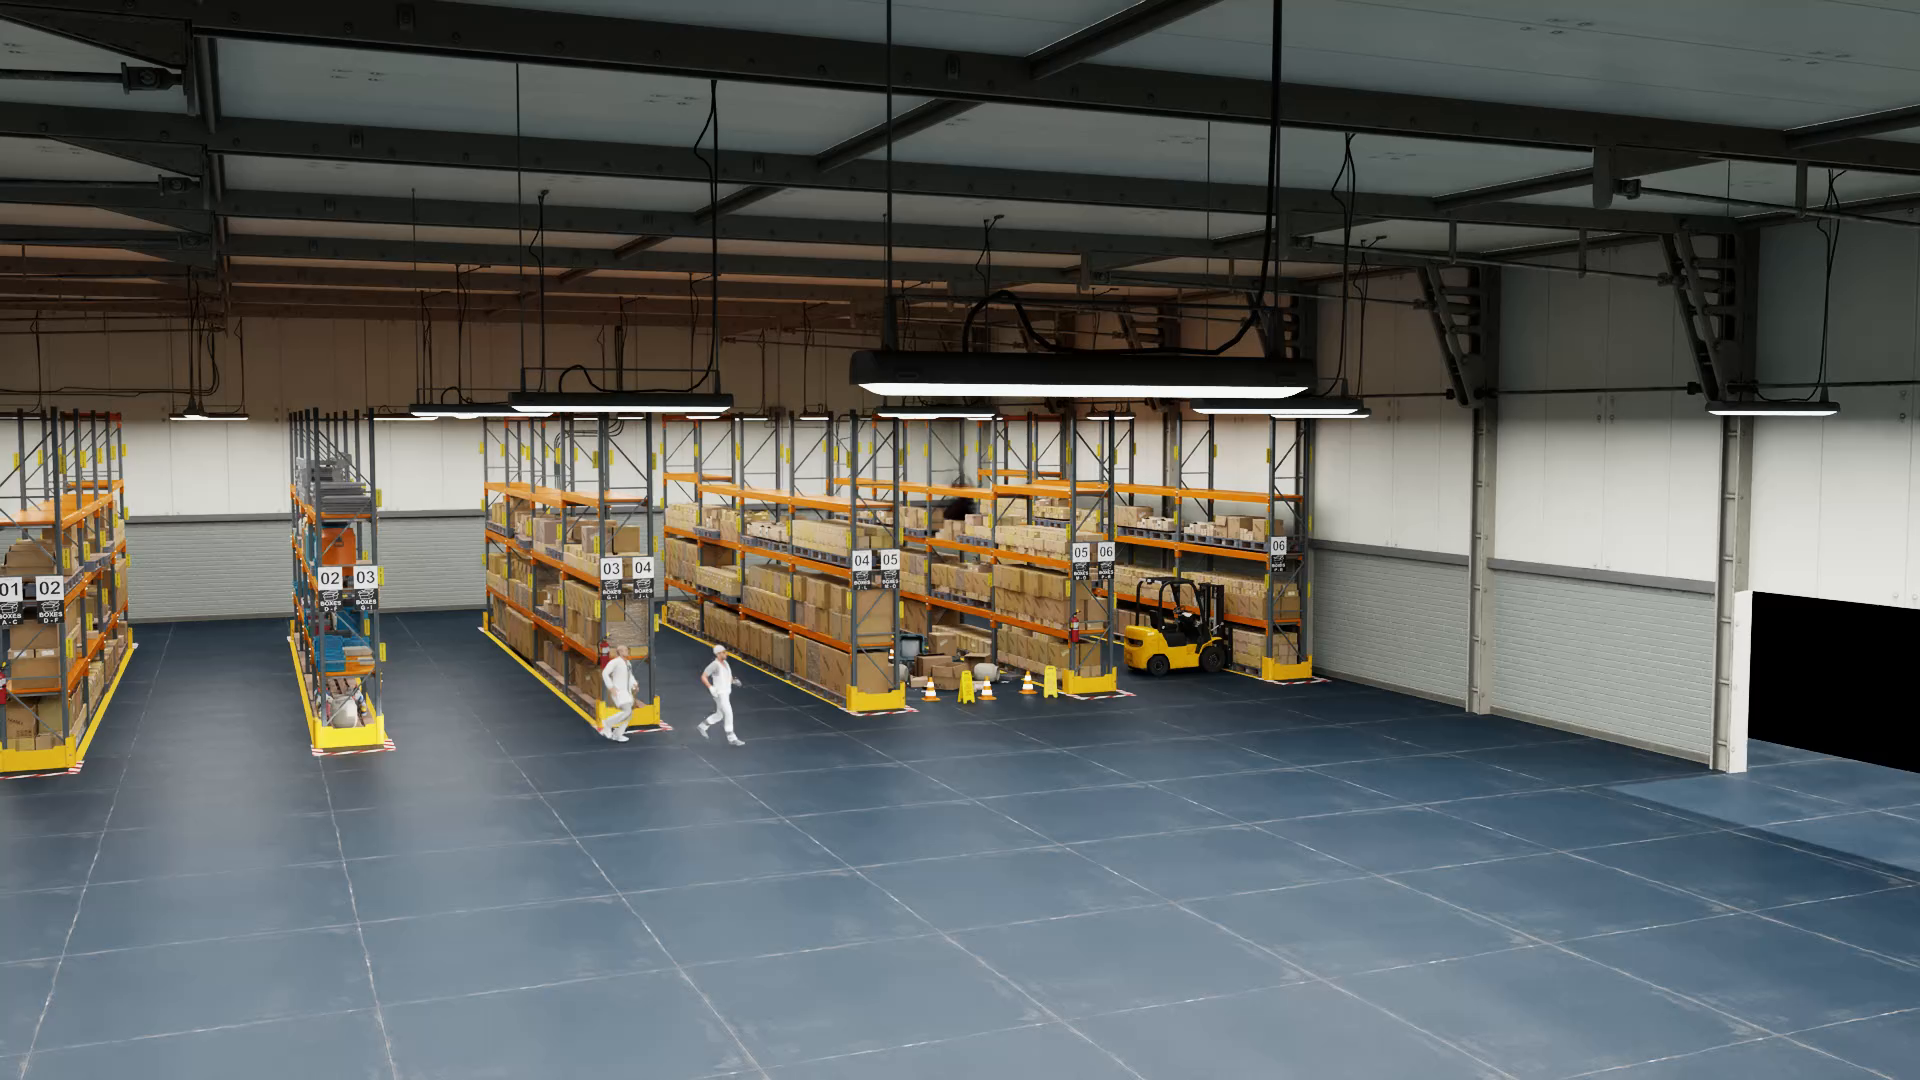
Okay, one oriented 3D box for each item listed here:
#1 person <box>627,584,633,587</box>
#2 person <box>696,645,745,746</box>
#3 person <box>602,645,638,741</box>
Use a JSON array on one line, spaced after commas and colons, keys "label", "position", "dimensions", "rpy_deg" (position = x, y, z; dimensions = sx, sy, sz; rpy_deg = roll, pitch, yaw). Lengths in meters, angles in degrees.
[{"label": "person", "position": [-9.192, 1.606, 46.166], "dimensions": [0.706, 1.784, 0.868], "rpy_deg": [-1, 4, -19]}, {"label": "person", "position": [-4.269, 2.741, 29.559], "dimensions": [0.977, 1.770, 0.678], "rpy_deg": [1, 4, 17]}, {"label": "person", "position": [-6.122, 2.758, 30.103], "dimensions": [0.579, 1.713, 0.757], "rpy_deg": [1, 4, 14]}]
